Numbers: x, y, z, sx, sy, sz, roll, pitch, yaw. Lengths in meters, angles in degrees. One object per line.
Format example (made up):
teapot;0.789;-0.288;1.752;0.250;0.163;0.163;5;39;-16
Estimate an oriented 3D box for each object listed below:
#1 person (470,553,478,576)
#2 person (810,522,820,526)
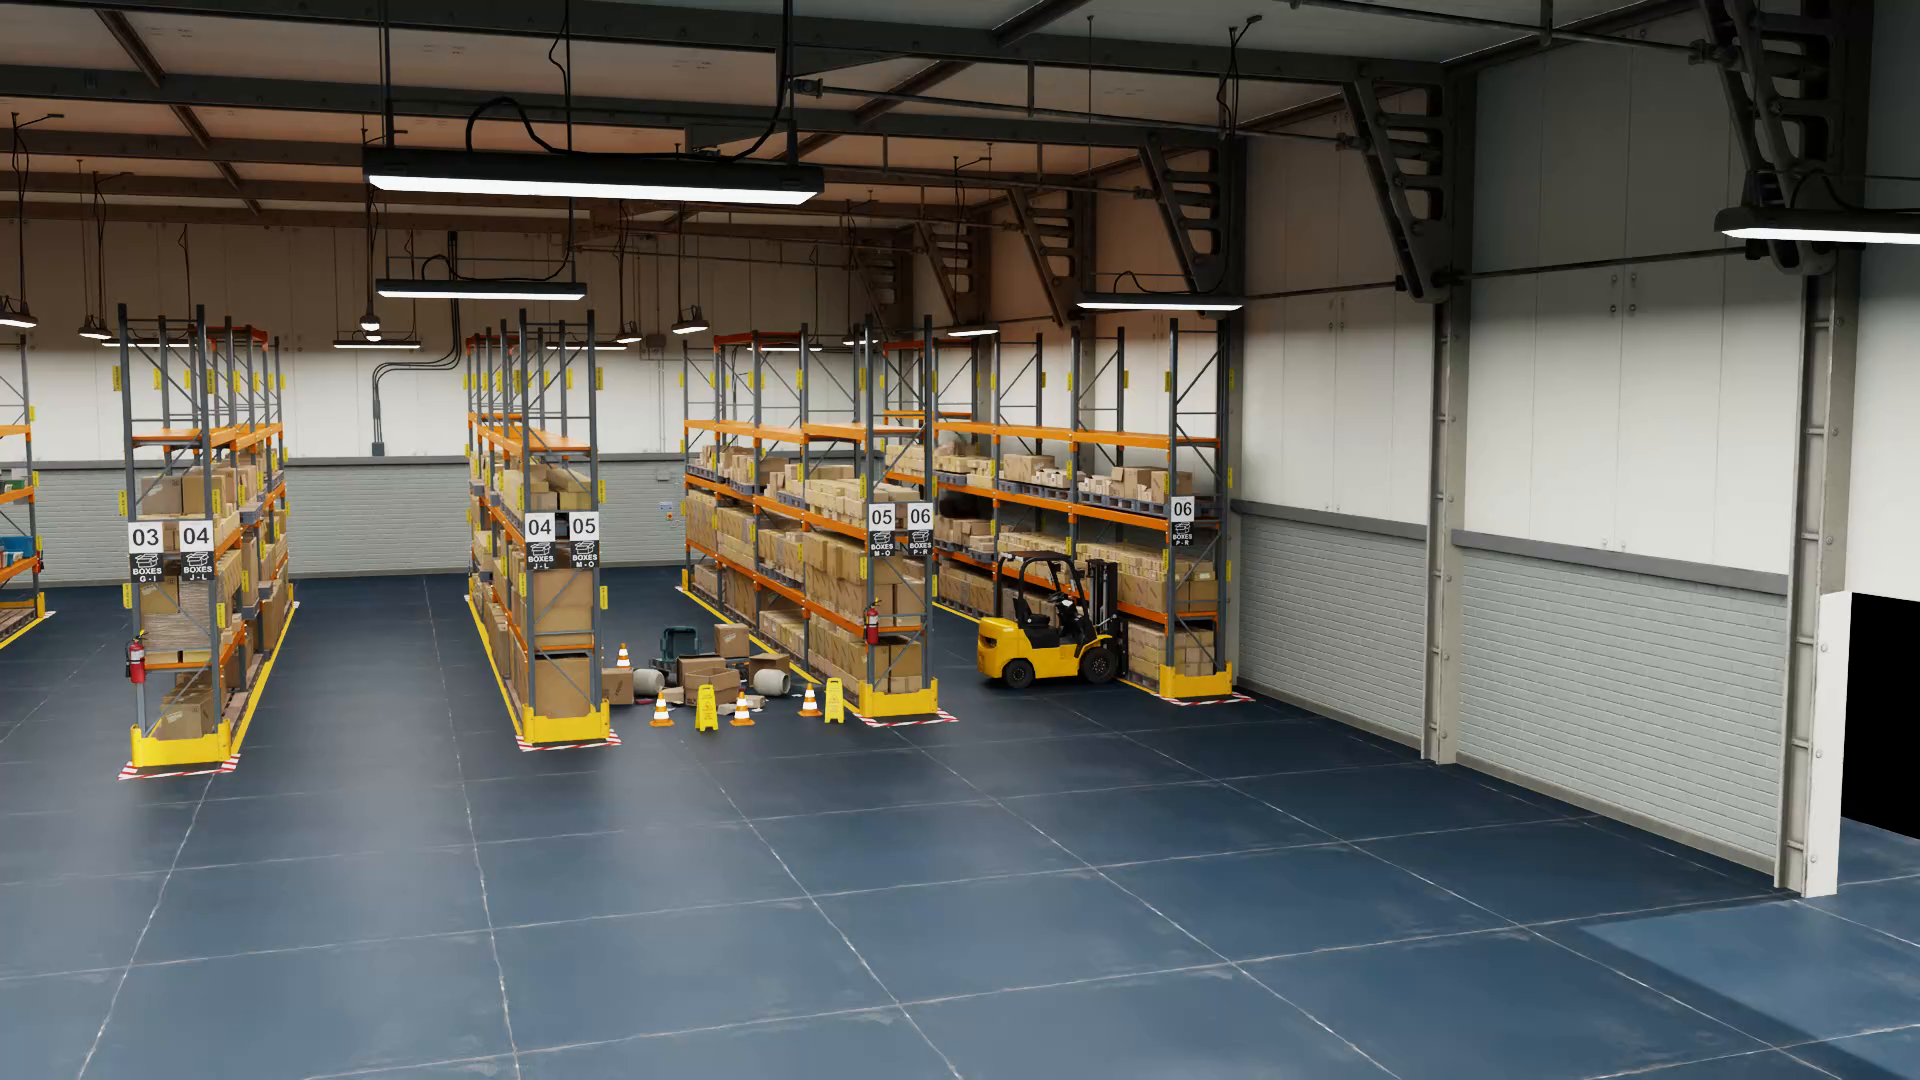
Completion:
person;-11.279;0.418;39.271;0.709;1.705;0.612;5;7;43
person;-3.414;0.278;38.110;0.660;1.789;0.938;-3;6;-30
